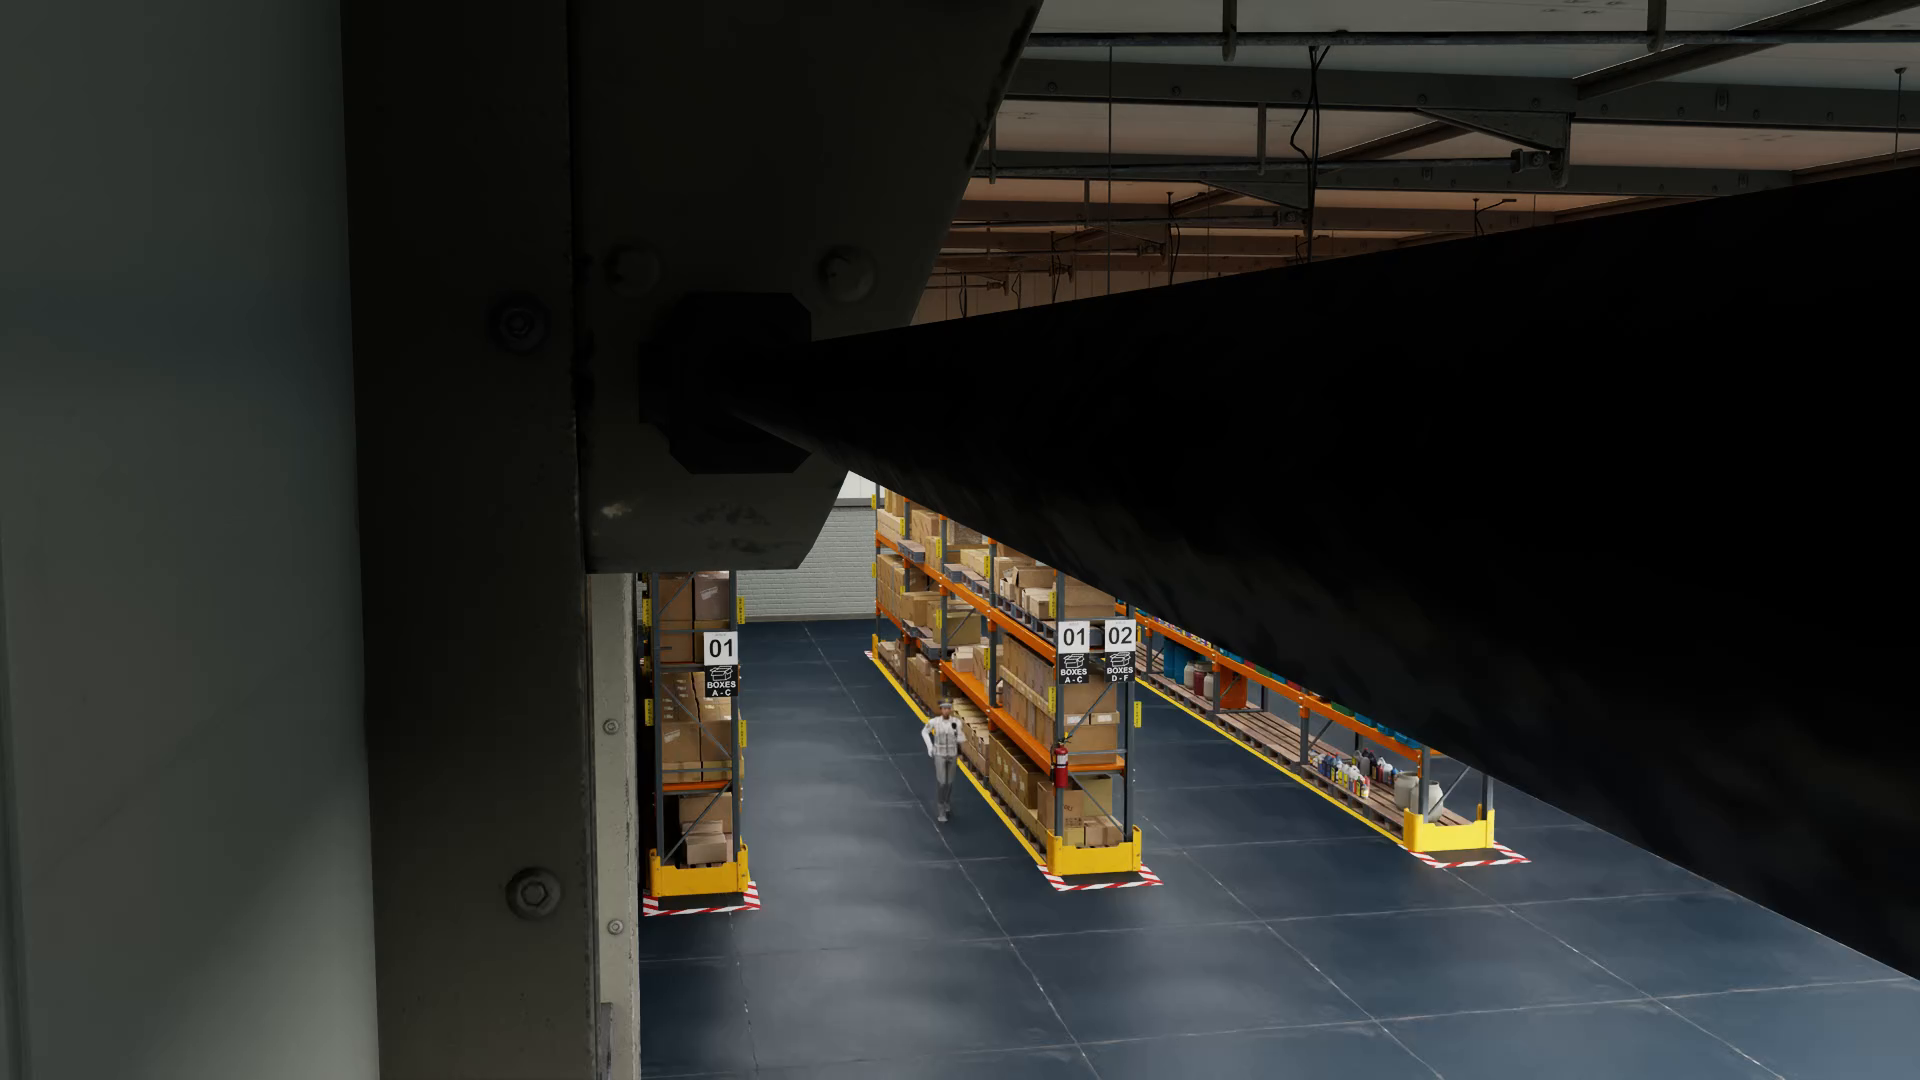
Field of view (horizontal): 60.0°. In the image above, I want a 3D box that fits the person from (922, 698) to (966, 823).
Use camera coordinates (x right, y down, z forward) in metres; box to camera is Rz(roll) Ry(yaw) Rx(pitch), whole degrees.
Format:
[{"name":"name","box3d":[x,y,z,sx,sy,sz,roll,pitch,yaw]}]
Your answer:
[{"name":"person","box3d":[-0.207,3.088,23.488,0.595,1.754,0.702,-1,6,-12]}]
